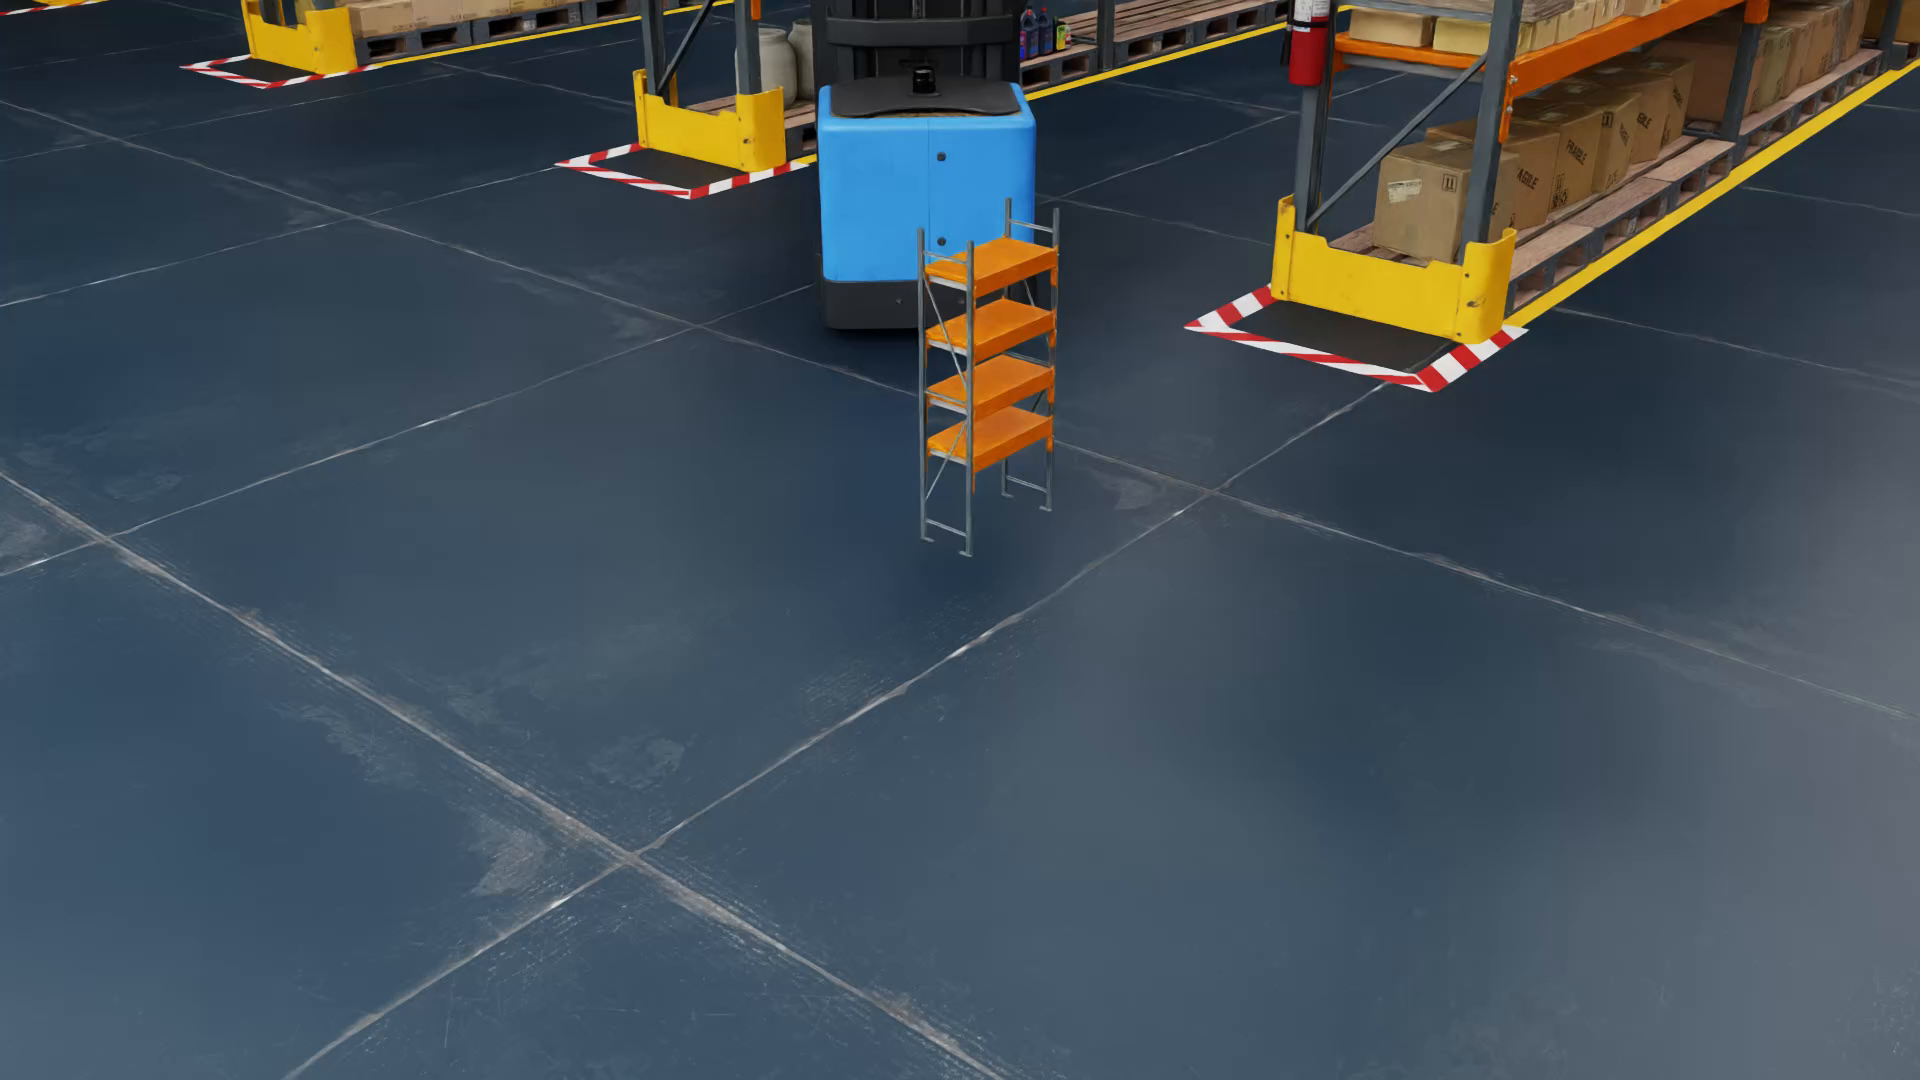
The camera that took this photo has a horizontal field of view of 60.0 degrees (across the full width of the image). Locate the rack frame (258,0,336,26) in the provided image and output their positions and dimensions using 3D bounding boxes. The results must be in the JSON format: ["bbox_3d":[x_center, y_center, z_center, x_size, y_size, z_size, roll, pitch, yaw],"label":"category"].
[{"bbox_3d":[-5.526,-5.373,13.371,1.000,3.000,0.127,21,34,34],"label":"rack frame"}]

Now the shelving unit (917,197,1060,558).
[{"bbox_3d":[0.105,-0.592,6.088,0.258,1.200,0.503,21,34,34],"label":"shelving unit"}]

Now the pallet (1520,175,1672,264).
[{"bbox_3d":[3.484,-1.973,9.834,1.003,0.211,1.213,21,34,34],"label":"pallet"}]

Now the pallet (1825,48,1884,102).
[{"bbox_3d":[6.706,-3.798,13.361,1.003,0.211,1.213,21,34,34],"label":"pallet"}]

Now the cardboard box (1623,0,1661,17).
[{"bbox_3d":[3.510,-2.900,8.864,0.380,0.149,0.250,21,34,34],"label":"cardboard box"}]

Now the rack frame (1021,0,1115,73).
[{"bbox_3d":[0.838,-5.342,13.312,1.000,3.000,0.127,21,34,34],"label":"rack frame"}]

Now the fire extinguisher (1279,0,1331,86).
[{"bbox_3d":[1.687,-2.536,7.972,0.296,0.674,0.183,21,34,34],"label":"fire extinguisher"}]

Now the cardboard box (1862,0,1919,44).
[{"bbox_3d":[7.659,-4.794,14.108,1.225,0.875,0.875,19,33,32],"label":"cardboard box"}]

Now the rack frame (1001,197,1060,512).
[{"bbox_3d":[0.260,-0.678,6.255,0.240,1.200,0.015,21,34,34],"label":"rack frame"}]

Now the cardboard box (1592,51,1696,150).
[{"bbox_3d":[4.375,-2.841,10.740,0.500,0.500,0.500,20,33,33],"label":"cardboard box"}]

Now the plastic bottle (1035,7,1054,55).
[{"bbox_3d":[0.651,-4.048,13.215,0.144,0.351,0.185,20,33,33],"label":"plastic bottle"}]

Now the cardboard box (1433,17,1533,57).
[{"bbox_3d":[2.481,-2.396,7.891,0.380,0.149,0.250,21,34,34],"label":"cardboard box"}]

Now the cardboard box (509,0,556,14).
[{"bbox_3d":[-4.058,-4.995,15.176,0.500,0.250,0.500,21,34,34],"label":"cardboard box"}]

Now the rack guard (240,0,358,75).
[{"bbox_3d":[-5.541,-4.254,13.929,1.175,0.500,0.348,21,34,34],"label":"rack guard"}]

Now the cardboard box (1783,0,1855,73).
[{"bbox_3d":[6.451,-3.954,12.871,0.700,0.500,0.500,18,32,30],"label":"cardboard box"}]

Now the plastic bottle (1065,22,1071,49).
[{"bbox_3d":[0.848,-4.075,13.429,0.097,0.201,0.097,0,27,0],"label":"plastic bottle"}]

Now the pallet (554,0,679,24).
[{"bbox_3d":[-3.520,-5.283,16.232,1.003,0.211,1.213,21,34,34],"label":"pallet"}]

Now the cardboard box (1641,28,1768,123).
[{"bbox_3d":[5.067,-3.191,11.396,0.700,0.500,0.500,18,32,31],"label":"cardboard box"}]

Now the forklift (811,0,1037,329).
[{"bbox_3d":[-0.246,-2.966,8.794,1.130,2.935,3.031,-2,27,-3],"label":"forklift"}]

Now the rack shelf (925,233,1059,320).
[{"bbox_3d":[0.105,-0.941,5.907,0.258,0.148,0.480,21,34,34],"label":"rack shelf"}]

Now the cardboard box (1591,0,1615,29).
[{"bbox_3d":[3.133,-2.745,8.564,0.380,0.149,0.250,21,34,34],"label":"cardboard box"}]

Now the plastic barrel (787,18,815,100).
[{"bbox_3d":[-1.028,-3.439,11.883,0.421,0.512,0.421,0,27,0],"label":"plastic barrel"}]

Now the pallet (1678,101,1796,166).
[{"bbox_3d":[5.154,-2.932,11.689,1.003,0.211,1.213,21,34,34],"label":"pallet"}]

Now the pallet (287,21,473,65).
[{"bbox_3d":[-5.072,-4.418,14.560,1.003,0.211,1.213,21,34,34],"label":"pallet"}]

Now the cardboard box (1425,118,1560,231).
[{"bbox_3d":[2.880,-1.991,9.098,0.500,0.500,0.500,-18,32,-31],"label":"cardboard box"}]

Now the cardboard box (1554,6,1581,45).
[{"bbox_3d":[2.825,-2.563,8.214,0.380,0.149,0.250,21,34,34],"label":"cardboard box"}]

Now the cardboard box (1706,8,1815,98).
[{"bbox_3d":[5.741,-3.553,12.096,0.700,0.500,0.500,18,32,30],"label":"cardboard box"}]

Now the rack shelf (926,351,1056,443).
[{"bbox_3d":[0.105,-0.532,6.119,0.258,0.148,0.480,21,34,34],"label":"rack shelf"}]

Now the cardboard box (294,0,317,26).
[{"bbox_3d":[-5.413,-4.615,14.441,0.500,0.250,0.500,21,34,34],"label":"cardboard box"}]

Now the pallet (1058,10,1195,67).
[{"bbox_3d":[1.308,-4.393,14.513,1.003,0.211,1.213,21,34,34],"label":"pallet"}]

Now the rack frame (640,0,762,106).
[{"bbox_3d":[-1.706,-3.924,10.570,1.000,3.000,0.127,21,34,34],"label":"rack frame"}]

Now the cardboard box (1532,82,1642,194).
[{"bbox_3d":[3.682,-2.392,9.873,0.500,0.500,0.500,17,32,30],"label":"cardboard box"}]

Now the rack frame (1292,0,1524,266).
[{"bbox_3d":[2.116,-2.476,7.772,1.000,3.000,0.127,21,34,34],"label":"rack frame"}]

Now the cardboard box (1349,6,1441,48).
[{"bbox_3d":[2.138,-2.526,8.142,0.380,0.149,0.250,21,34,34],"label":"cardboard box"}]

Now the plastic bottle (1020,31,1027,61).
[{"bbox_3d":[0.457,-3.880,12.964,0.061,0.283,0.133,23,35,38],"label":"plastic bottle"}]

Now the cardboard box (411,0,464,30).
[{"bbox_3d":[-4.698,-4.642,14.493,0.500,0.250,0.500,21,34,34],"label":"cardboard box"}]

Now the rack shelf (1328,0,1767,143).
[{"bbox_3d":[3.388,-2.866,9.308,1.077,0.370,4.000,21,34,34],"label":"rack shelf"}]

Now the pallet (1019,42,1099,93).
[{"bbox_3d":[0.379,-3.878,13.516,1.003,0.211,1.213,21,34,34],"label":"pallet"}]

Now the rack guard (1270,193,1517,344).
[{"bbox_3d":[2.164,-1.393,8.399,1.175,0.500,0.348,21,34,34],"label":"rack guard"}]

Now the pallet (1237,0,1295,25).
[{"bbox_3d":[2.860,-5.258,16.185,1.003,0.211,1.213,21,34,34],"label":"pallet"}]
